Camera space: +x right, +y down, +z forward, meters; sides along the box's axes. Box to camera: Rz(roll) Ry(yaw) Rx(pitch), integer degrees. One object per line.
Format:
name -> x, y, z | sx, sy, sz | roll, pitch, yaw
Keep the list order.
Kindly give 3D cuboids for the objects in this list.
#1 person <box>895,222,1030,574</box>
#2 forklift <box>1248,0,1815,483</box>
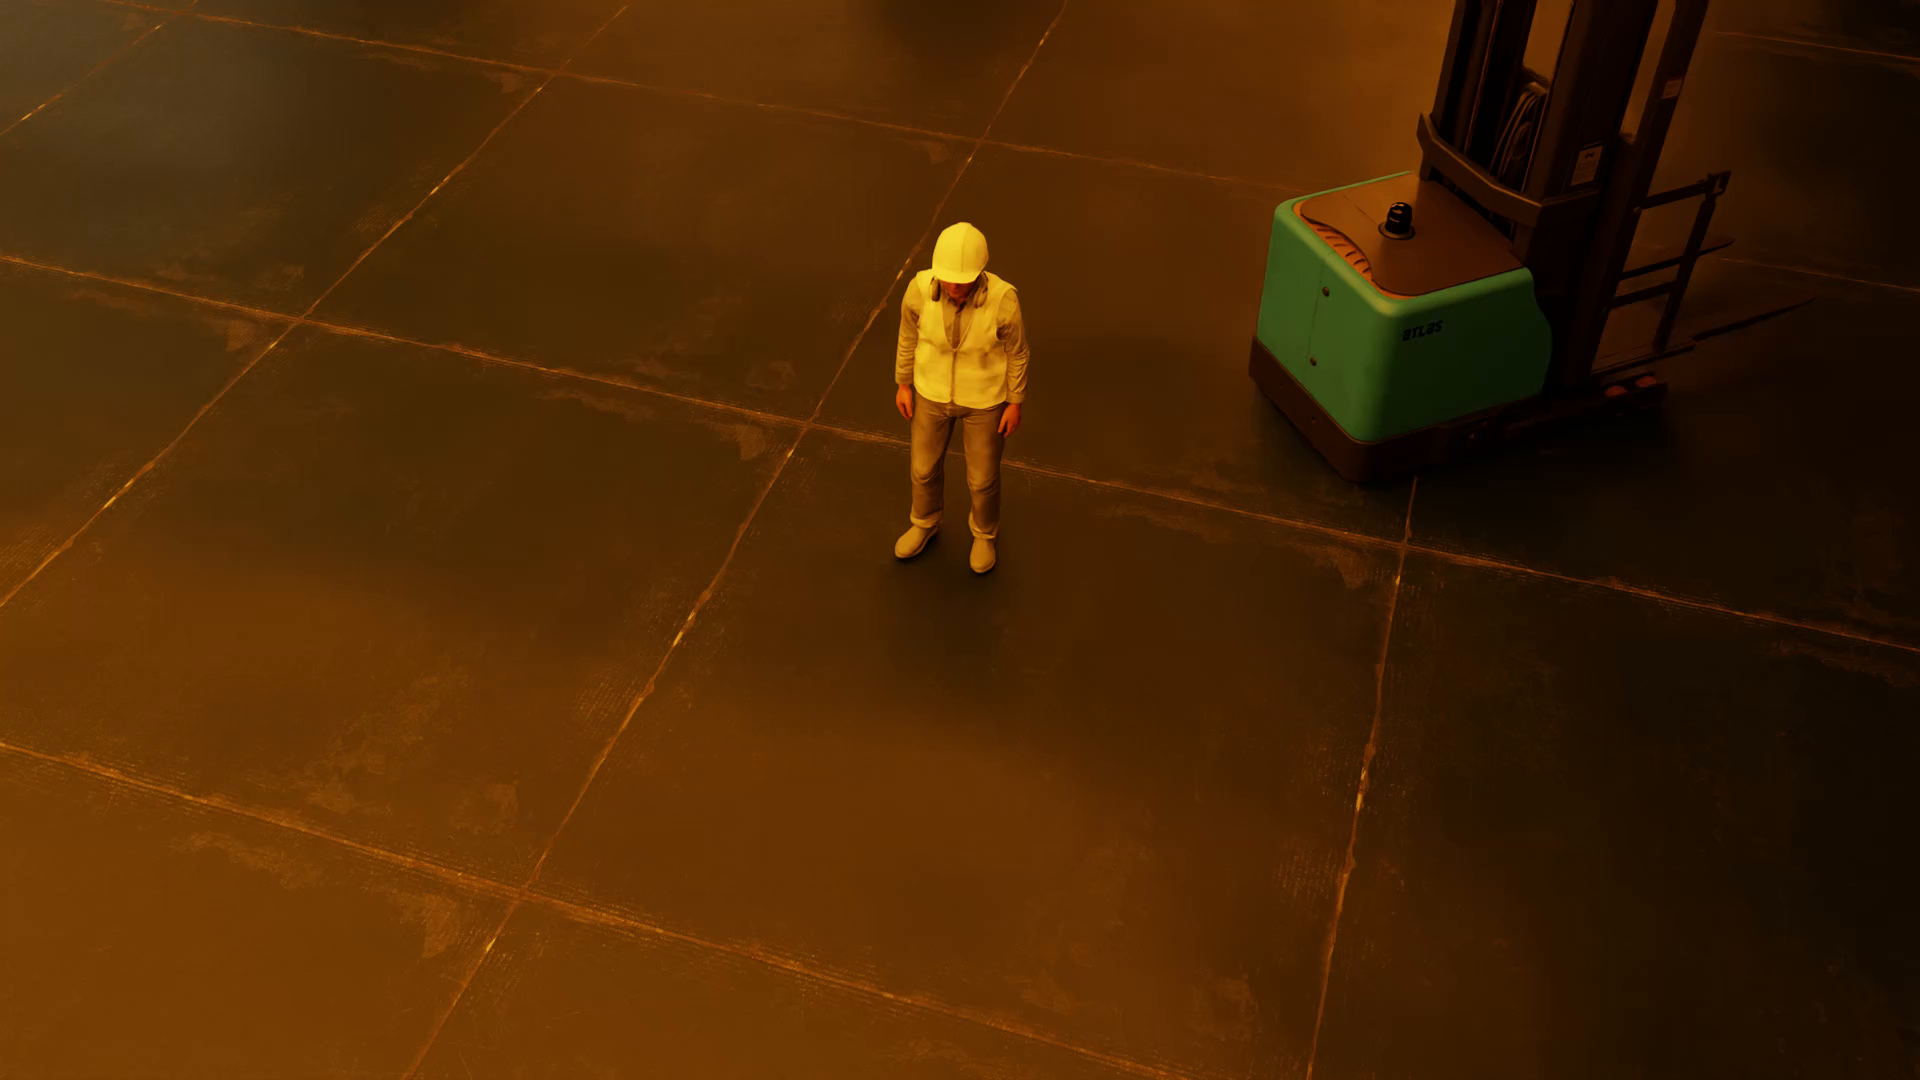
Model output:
person -> 0.002, -0.630, 7.219 | 0.580, 1.770, 0.463 | 11, 44, 11
forklift -> 3.067, -2.012, 7.852 | 3.031, 2.935, 1.130 | -16, 45, -17
